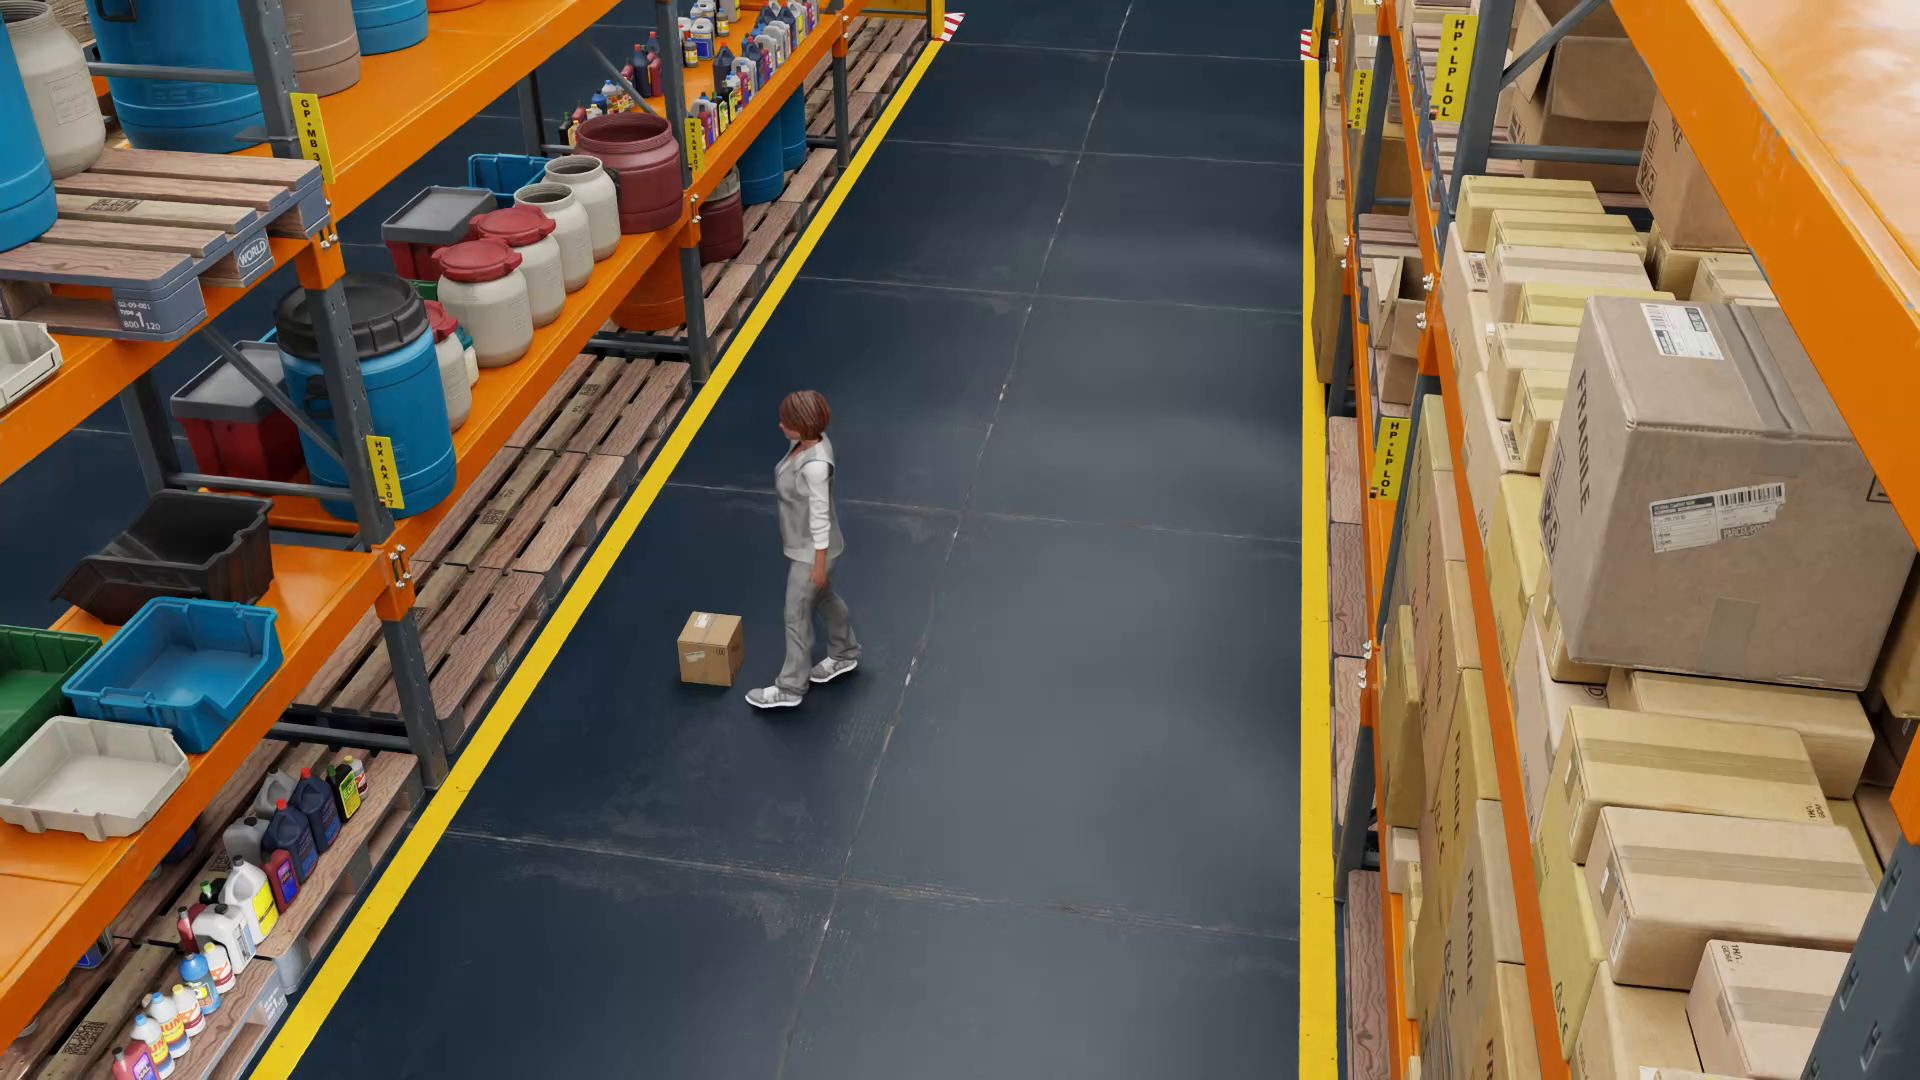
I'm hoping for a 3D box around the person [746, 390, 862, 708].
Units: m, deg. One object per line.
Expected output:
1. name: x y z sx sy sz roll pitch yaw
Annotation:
1. person: -0.756 0.038 7.687 0.583 1.598 0.424 -5 33 -8
